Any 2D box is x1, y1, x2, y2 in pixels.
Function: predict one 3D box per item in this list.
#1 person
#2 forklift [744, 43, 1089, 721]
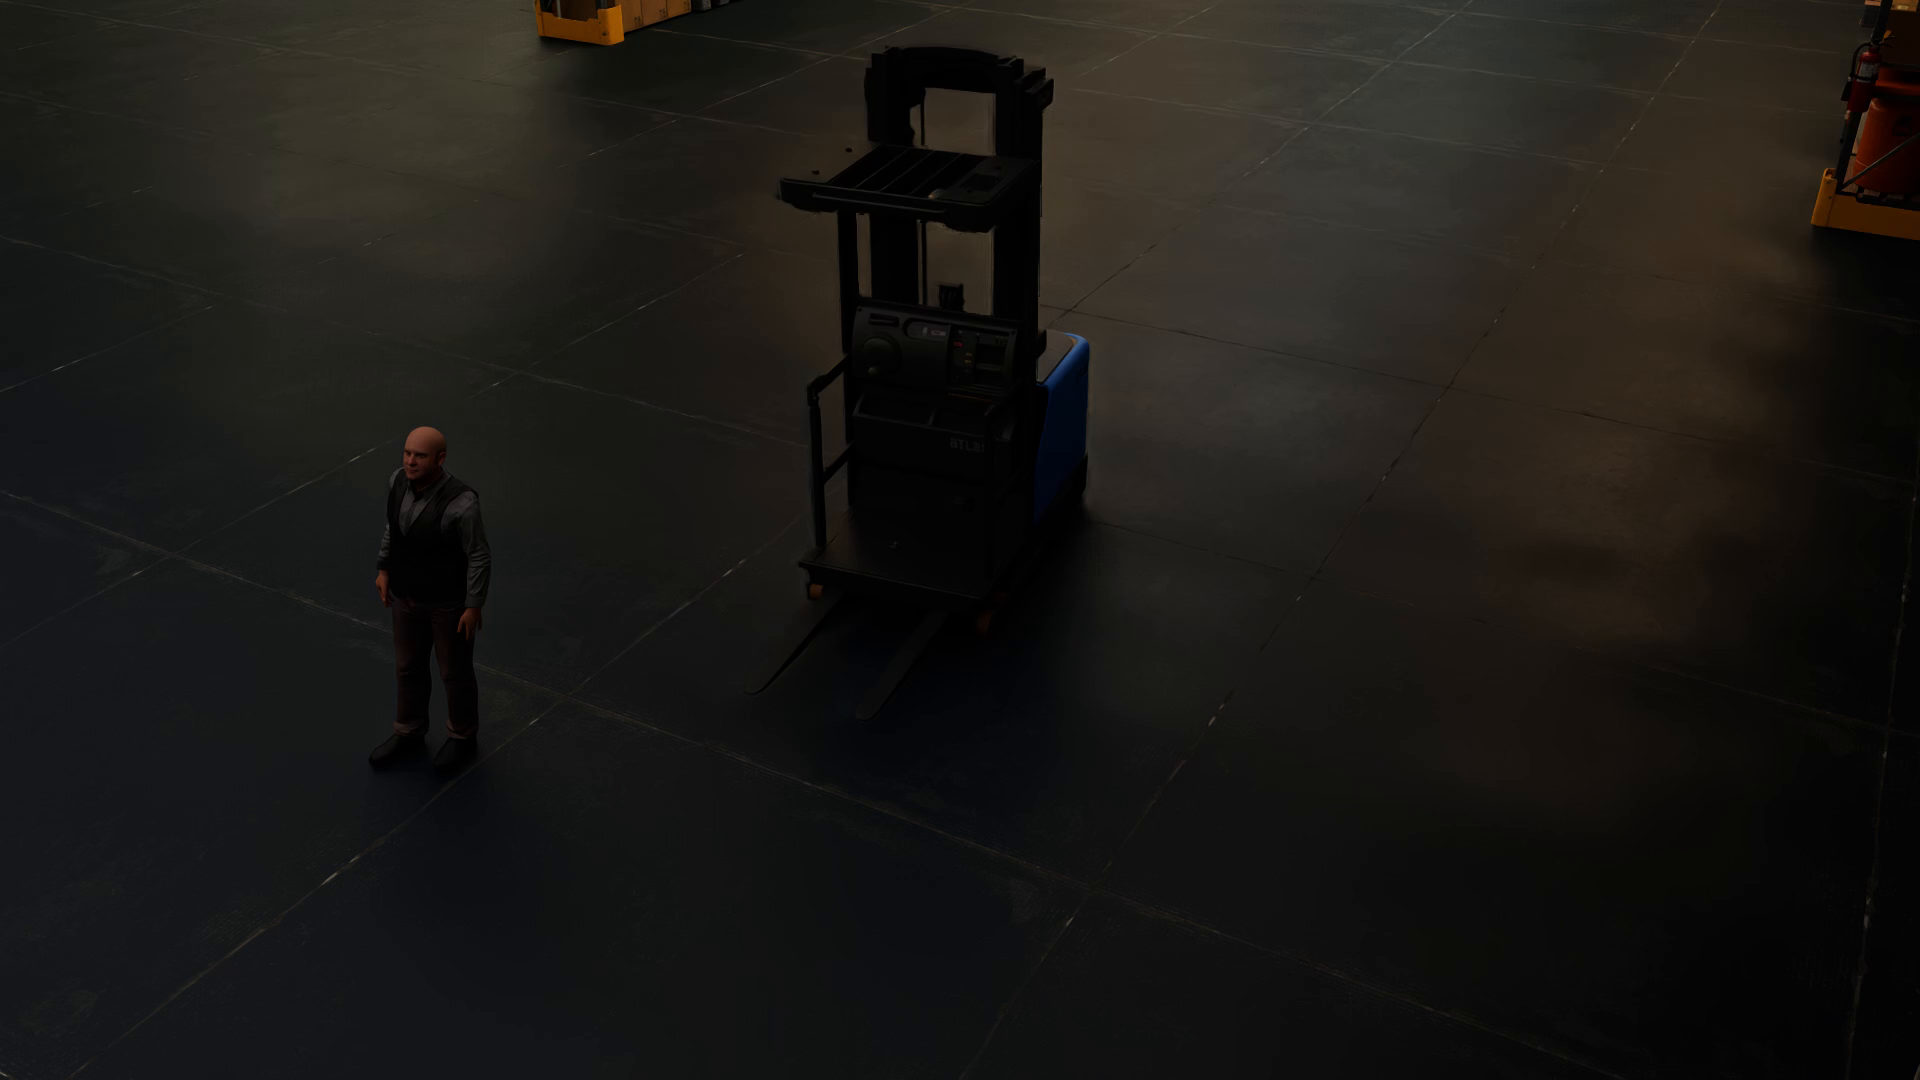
[{"bbox_3d":[-2.495,0.296,7.754,0.629,1.721,0.567,15,33,24],"label":"person"},{"bbox_3d":[-0.215,-0.968,8.747,1.130,2.935,3.031,11,32,18],"label":"forklift"}]
